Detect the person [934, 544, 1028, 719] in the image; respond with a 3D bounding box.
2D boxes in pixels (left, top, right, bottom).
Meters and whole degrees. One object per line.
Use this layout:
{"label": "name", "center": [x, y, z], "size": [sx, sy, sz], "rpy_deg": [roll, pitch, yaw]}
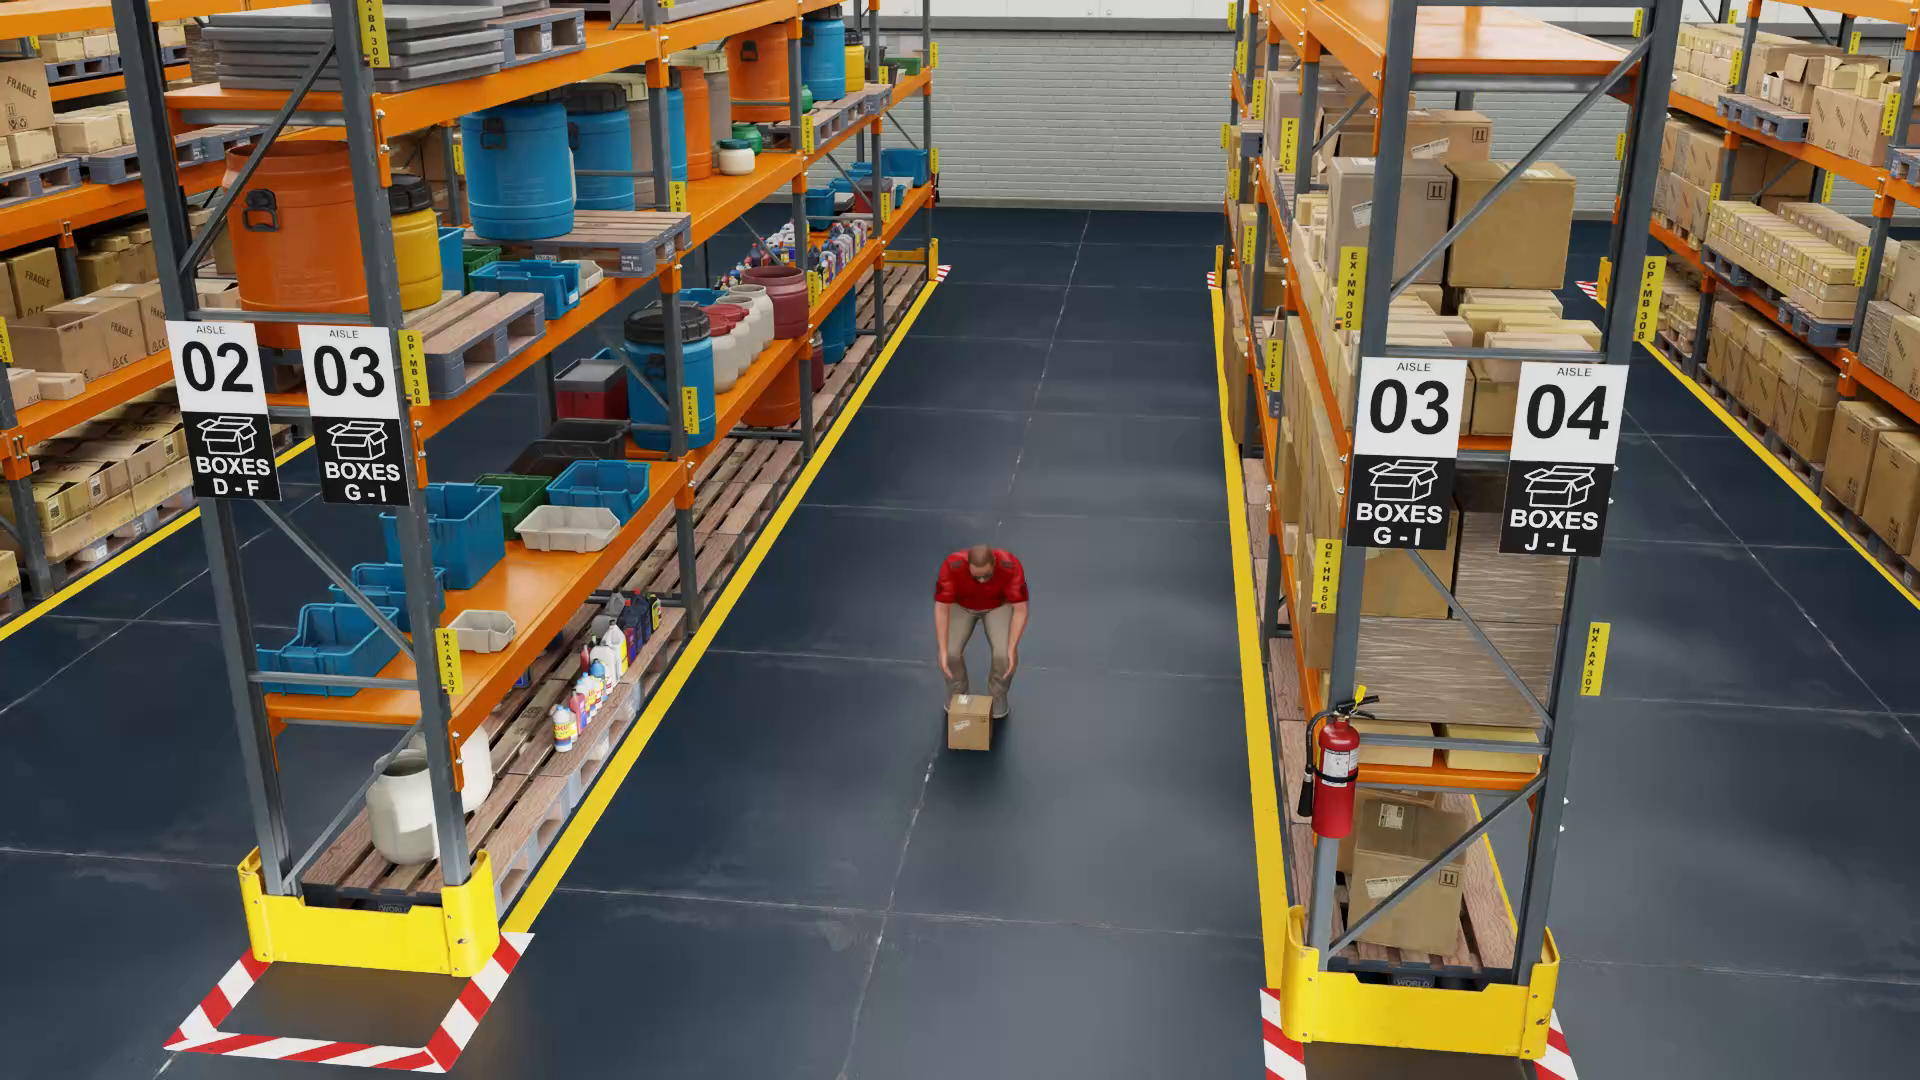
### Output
{"label": "person", "center": [0.143, 0.521, 10.414], "size": [0.586, 1.259, 0.720], "rpy_deg": [2, 21, 6]}
